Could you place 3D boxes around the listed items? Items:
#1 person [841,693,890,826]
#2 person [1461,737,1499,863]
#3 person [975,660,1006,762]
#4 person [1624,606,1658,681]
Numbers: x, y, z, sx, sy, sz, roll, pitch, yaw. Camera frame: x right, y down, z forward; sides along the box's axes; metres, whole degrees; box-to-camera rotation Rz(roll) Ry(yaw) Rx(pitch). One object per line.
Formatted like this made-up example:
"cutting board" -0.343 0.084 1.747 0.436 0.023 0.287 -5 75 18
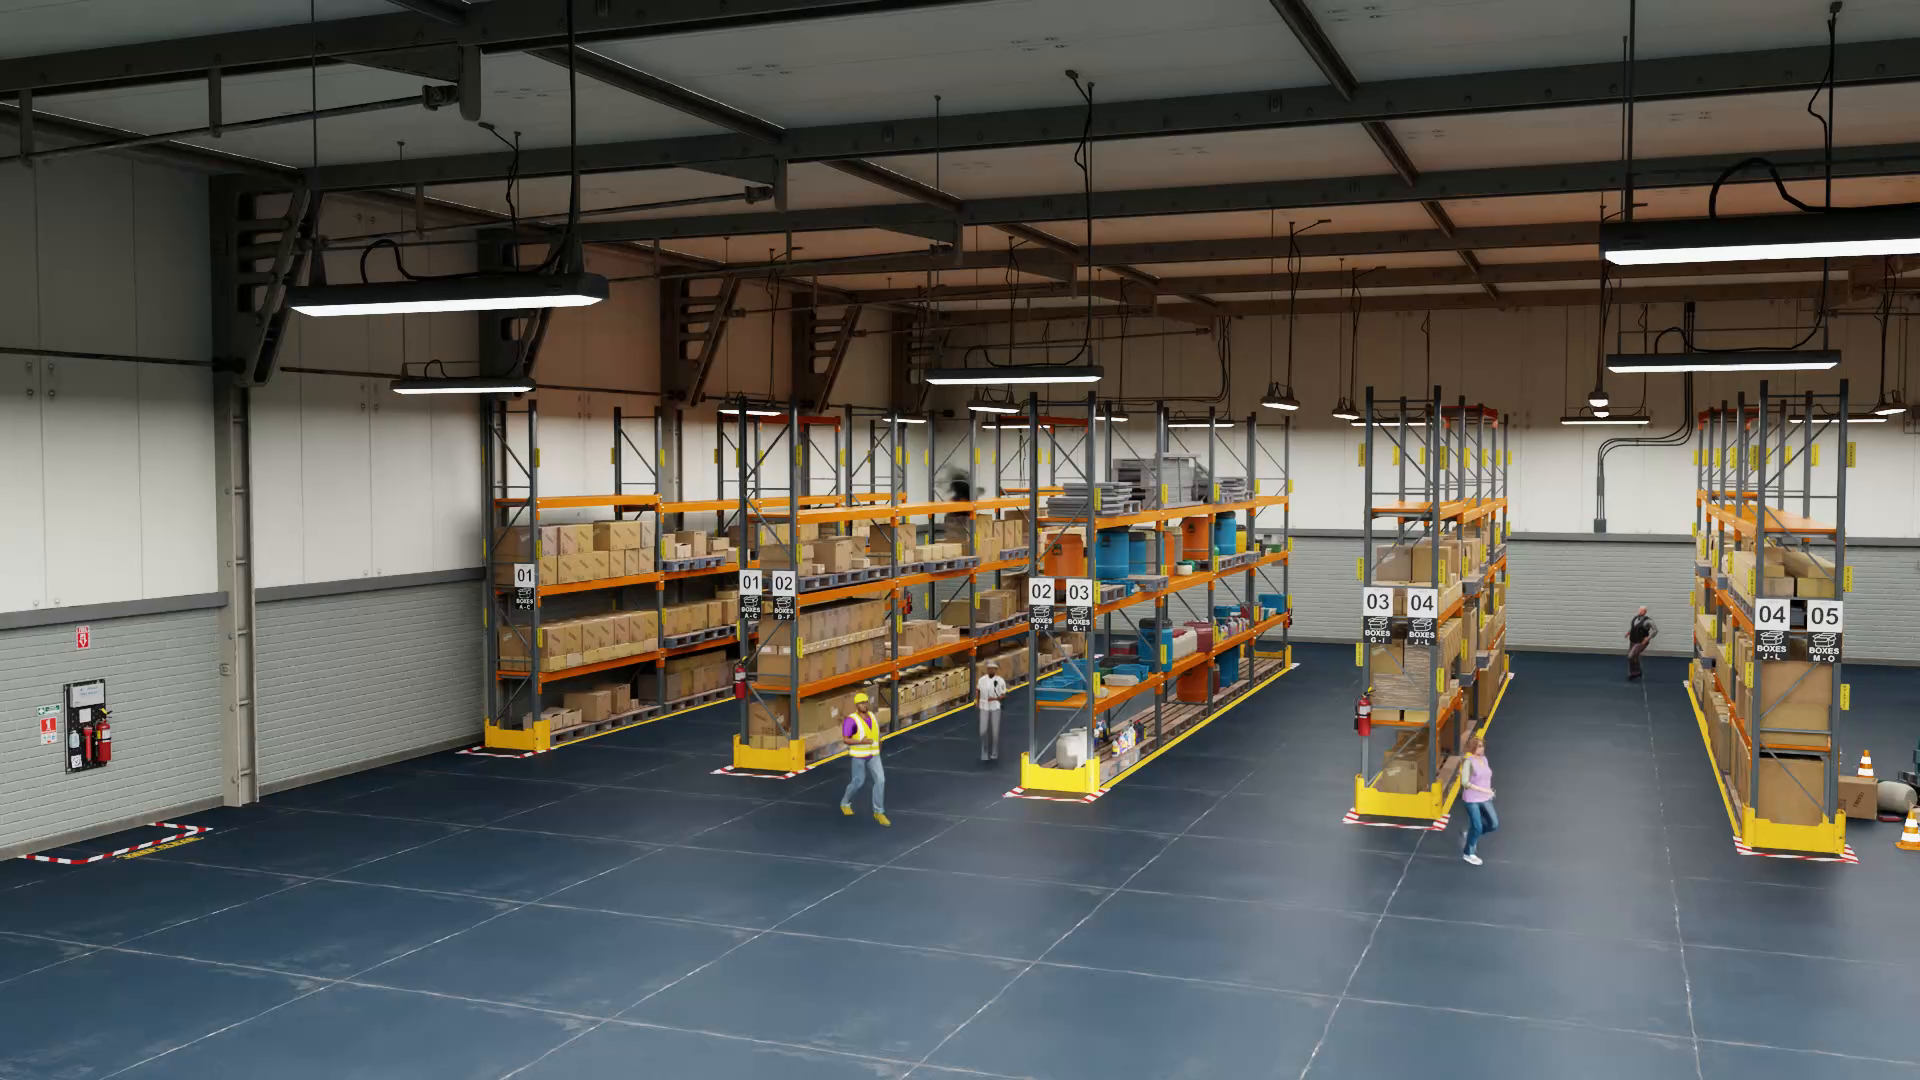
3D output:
"person" -1.303 2.993 22.894 0.704 1.785 0.896 -2 4 -37
"person" 6.399 3.214 20.488 0.531 1.561 0.536 -2 3 -33
"person" 0.493 2.811 27.354 0.546 1.690 0.666 0 3 9
"person" 15.230 2.330 37.275 0.627 1.731 0.742 -1 3 -21
